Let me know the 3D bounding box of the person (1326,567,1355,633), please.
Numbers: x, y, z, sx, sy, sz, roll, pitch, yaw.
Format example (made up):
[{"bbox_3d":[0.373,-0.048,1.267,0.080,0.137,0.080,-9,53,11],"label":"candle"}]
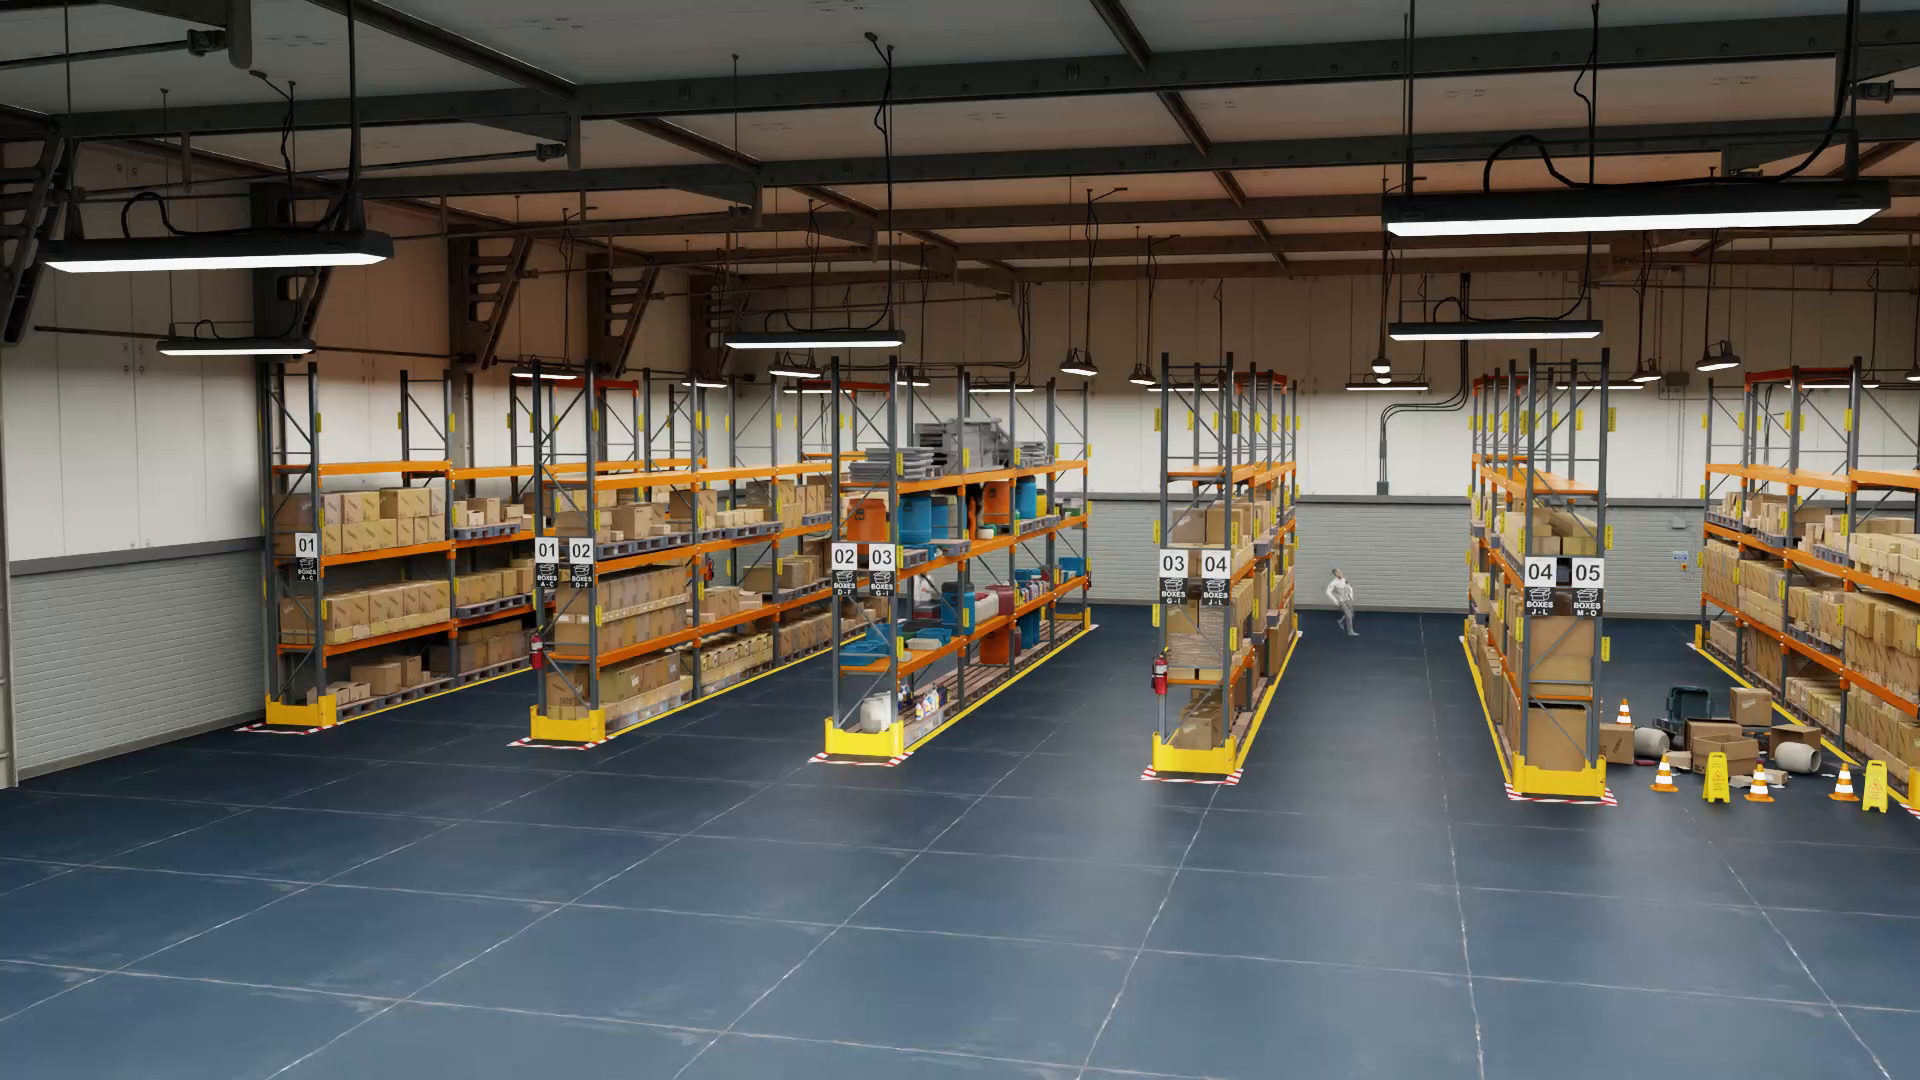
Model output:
[{"bbox_3d":[8.975,1.417,39.105,0.685,1.567,0.529,-2,5,-31],"label":"person"}]

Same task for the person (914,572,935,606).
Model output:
[{"bbox_3d":[-0.880,1.413,38.525,0.621,1.825,0.834,0,4,3],"label":"person"}]
